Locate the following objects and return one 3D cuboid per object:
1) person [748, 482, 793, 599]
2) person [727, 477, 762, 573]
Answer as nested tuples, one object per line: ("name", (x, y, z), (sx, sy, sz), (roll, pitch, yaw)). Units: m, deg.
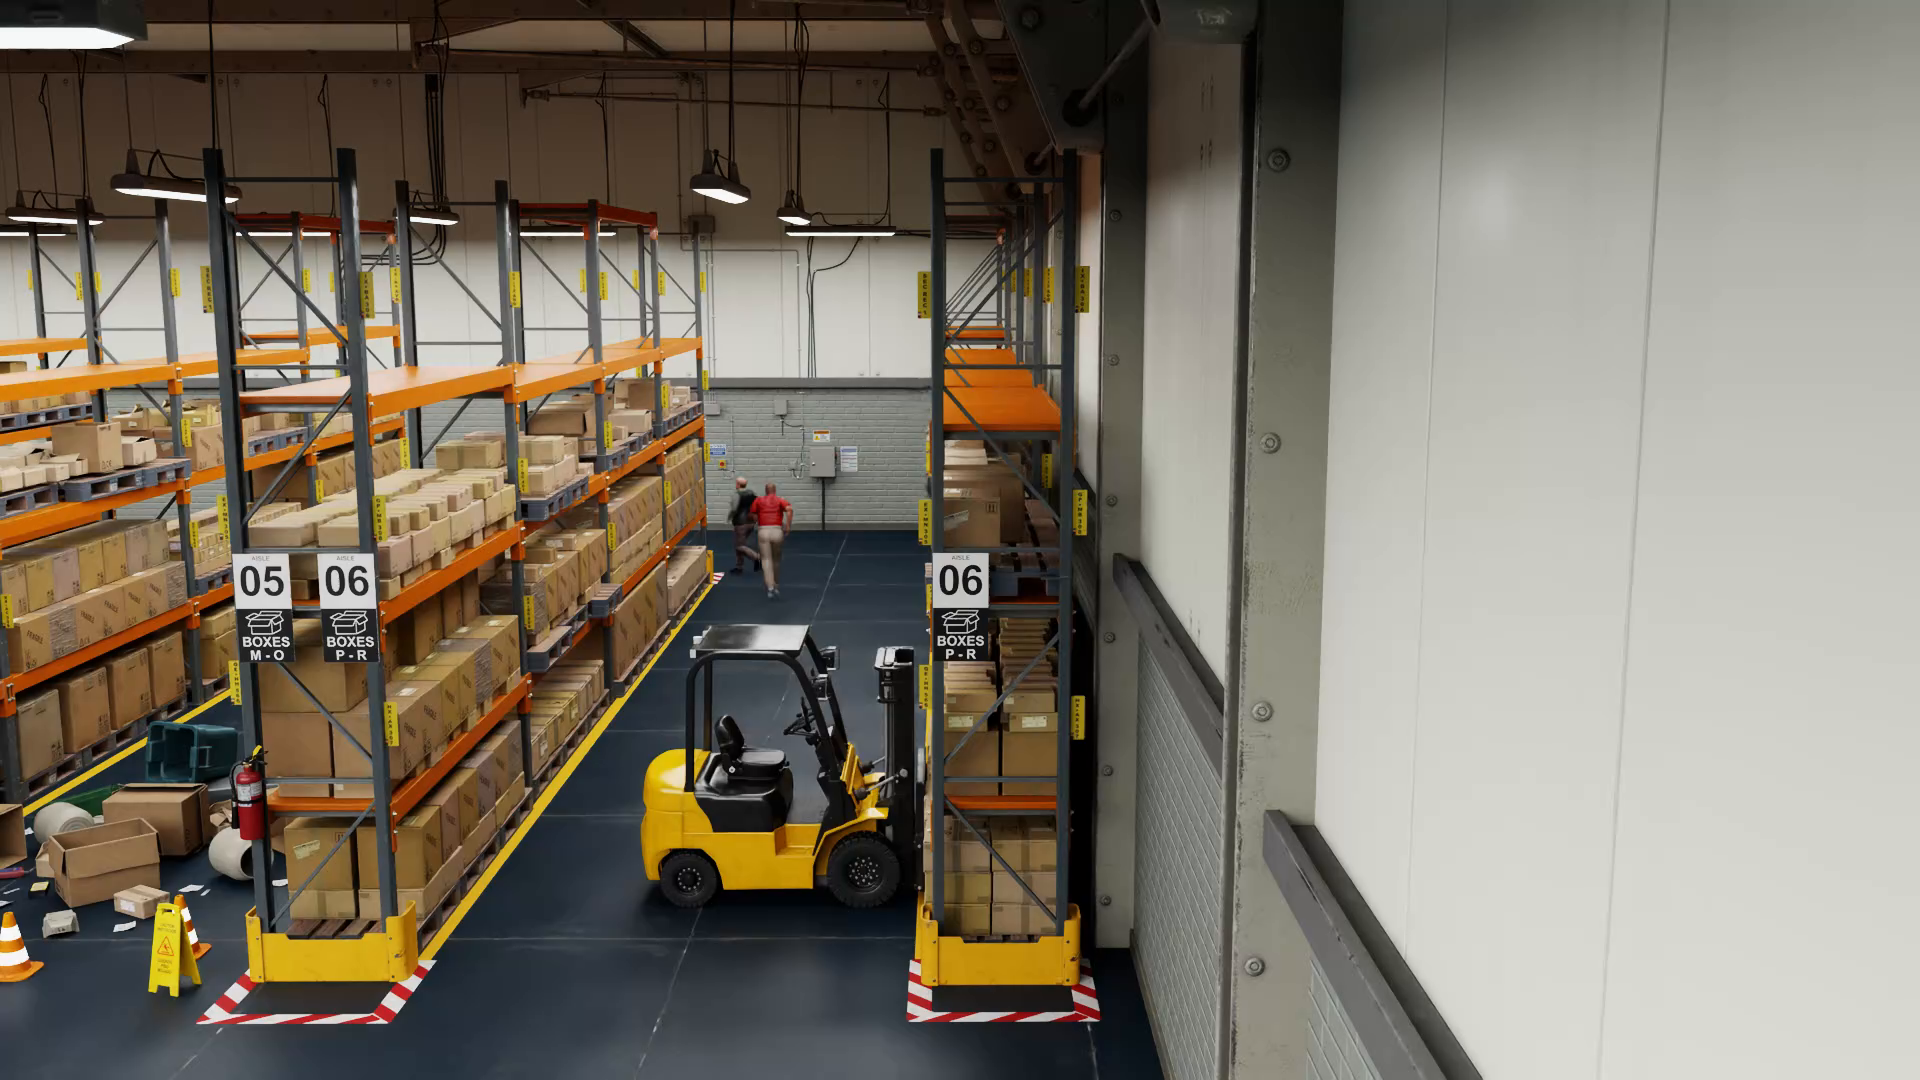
("person", (-2.866, 0.040, 25.209), (0.660, 1.789, 0.960), (-2, 9, -11))
("person", (-3.684, -0.235, 28.651), (0.834, 1.708, 0.649), (6, 11, 33))
